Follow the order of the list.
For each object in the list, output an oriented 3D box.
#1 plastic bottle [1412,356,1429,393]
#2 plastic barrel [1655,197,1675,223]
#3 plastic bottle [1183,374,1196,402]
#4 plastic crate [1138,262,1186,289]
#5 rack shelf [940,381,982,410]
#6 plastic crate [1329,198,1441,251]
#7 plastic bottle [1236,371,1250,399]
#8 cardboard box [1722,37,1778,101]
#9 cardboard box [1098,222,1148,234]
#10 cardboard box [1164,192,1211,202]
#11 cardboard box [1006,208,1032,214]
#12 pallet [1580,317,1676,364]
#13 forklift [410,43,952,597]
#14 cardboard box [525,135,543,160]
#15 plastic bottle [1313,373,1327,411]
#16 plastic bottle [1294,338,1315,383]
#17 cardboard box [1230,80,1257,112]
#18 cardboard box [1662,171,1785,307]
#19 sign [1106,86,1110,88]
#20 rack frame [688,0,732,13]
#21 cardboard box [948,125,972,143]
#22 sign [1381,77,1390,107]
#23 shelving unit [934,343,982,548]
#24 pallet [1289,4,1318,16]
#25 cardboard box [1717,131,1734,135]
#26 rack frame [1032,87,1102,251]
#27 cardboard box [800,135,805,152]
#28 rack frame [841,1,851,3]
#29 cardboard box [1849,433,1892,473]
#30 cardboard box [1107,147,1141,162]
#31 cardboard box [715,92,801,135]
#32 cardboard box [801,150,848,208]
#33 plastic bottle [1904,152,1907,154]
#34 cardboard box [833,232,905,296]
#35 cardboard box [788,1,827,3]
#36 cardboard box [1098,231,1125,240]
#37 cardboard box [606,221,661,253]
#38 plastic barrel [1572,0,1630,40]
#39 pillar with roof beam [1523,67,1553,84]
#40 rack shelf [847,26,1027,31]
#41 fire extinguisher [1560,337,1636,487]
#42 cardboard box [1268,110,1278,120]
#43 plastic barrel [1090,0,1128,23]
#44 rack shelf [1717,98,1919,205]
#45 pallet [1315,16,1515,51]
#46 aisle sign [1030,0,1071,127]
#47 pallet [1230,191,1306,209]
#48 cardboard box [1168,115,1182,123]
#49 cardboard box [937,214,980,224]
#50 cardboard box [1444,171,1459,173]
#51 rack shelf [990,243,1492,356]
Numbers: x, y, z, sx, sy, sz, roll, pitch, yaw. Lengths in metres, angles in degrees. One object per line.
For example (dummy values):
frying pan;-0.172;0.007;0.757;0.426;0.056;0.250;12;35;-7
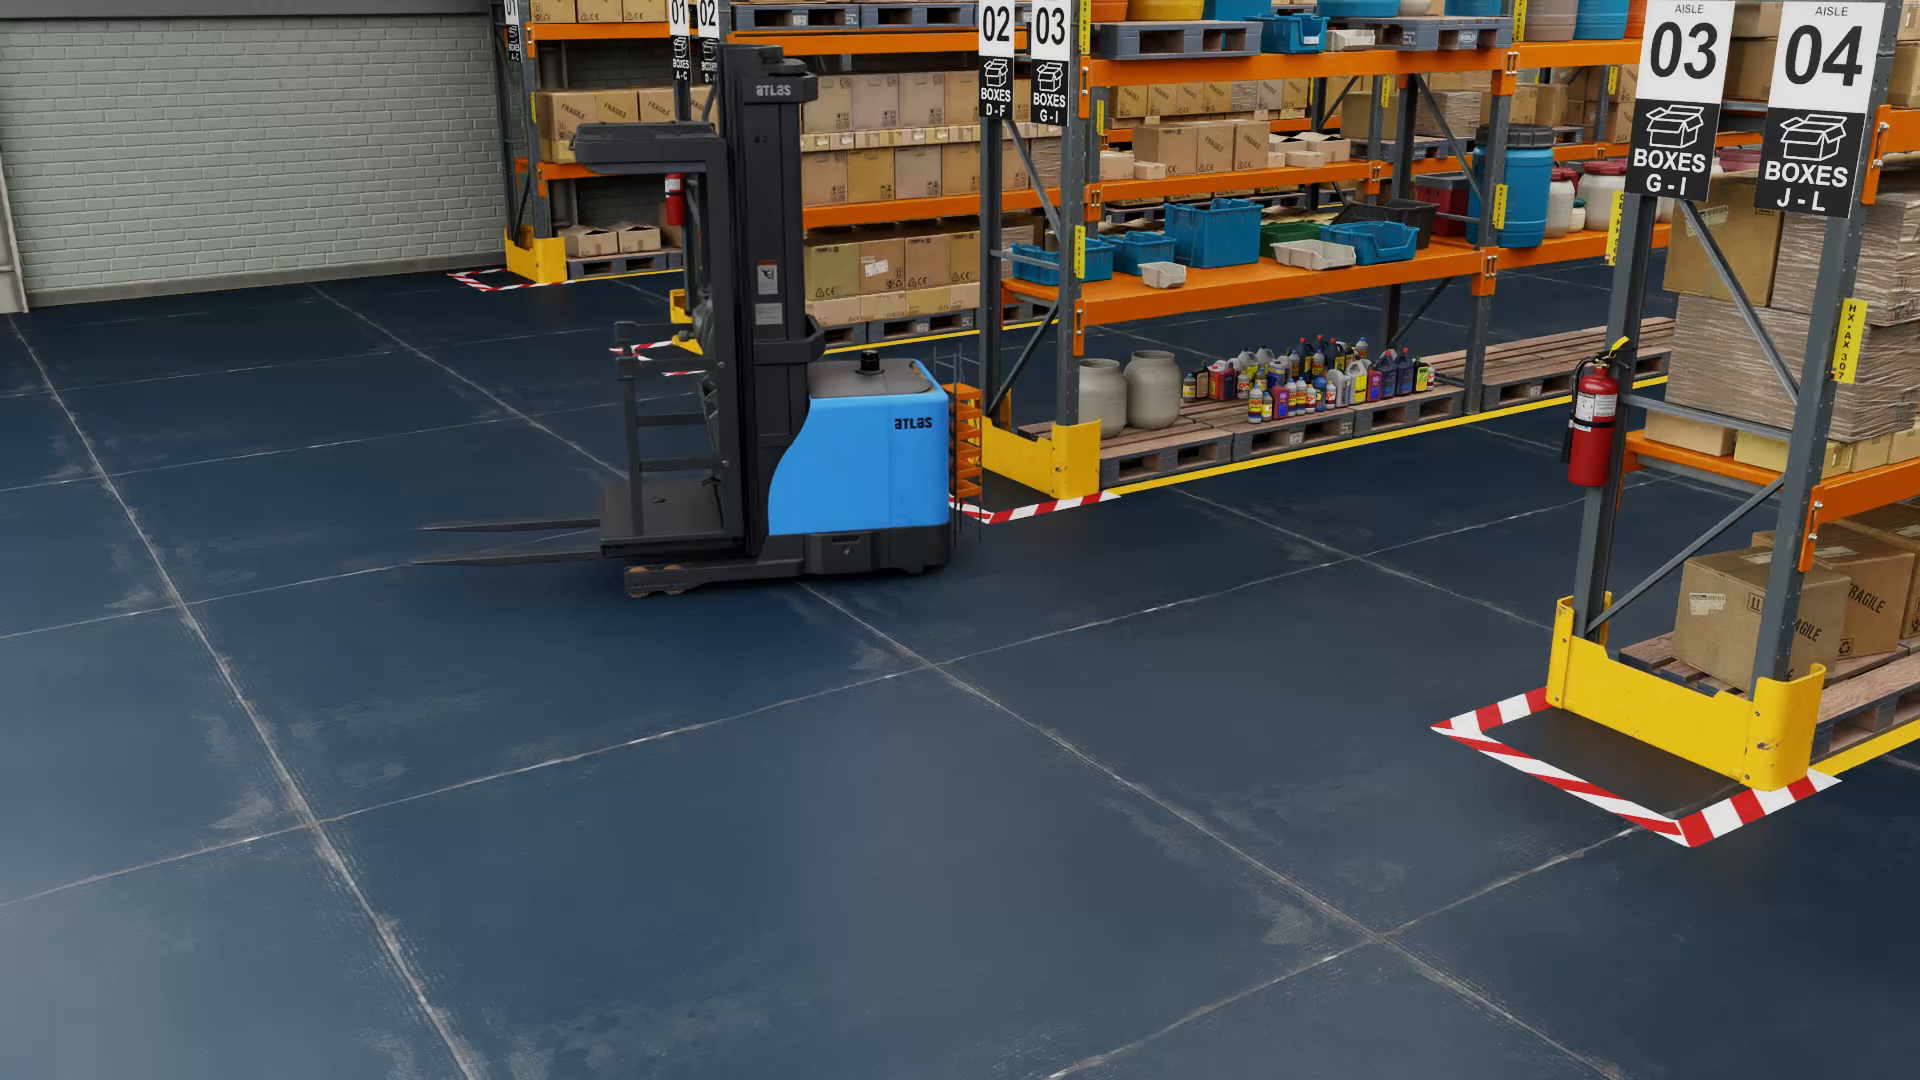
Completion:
plastic bottle;3.579;-1.294;12.942;0.133;0.283;0.061;-11;21;-29
plastic barrel;6.046;-2.990;14.231;0.421;0.512;0.421;0;19;0
plastic bottle;1.751;-1.164;12.687;0.097;0.201;0.097;0;19;0
plastic crate;1.383;-1.787;11.259;0.250;0.136;0.298;-12;22;-31
rack shelf;-0.012;-0.865;9.944;0.180;0.103;0.258;-12;22;-31
plastic crate;3.292;-2.457;12.927;0.504;0.338;0.767;-12;22;-31
plastic bottle;2.177;-1.195;12.780;0.097;0.201;0.097;0;19;0
cardboard box;3.445;-2.019;7.082;0.500;0.250;0.500;-11;22;-30
cardboard box;1.690;-3.274;18.007;0.500;0.311;0.500;-11;22;-30
cardboard box;3.112;-5.327;24.019;0.750;0.750;0.750;-12;22;-32
cardboard box;0.624;-4.723;22.749;0.500;0.500;0.700;-12;22;-31
pallet;6.471;-1.803;15.247;1.213;0.211;1.003;-12;22;-31
forklift;-1.619;-1.252;9.372;3.031;2.935;1.130;-4;19;-11
cardboard box;-4.707;-4.563;19.261;0.500;0.250;0.500;-12;22;-31
plastic bottle;2.683;-1.106;12.406;0.097;0.271;0.097;0;19;0
plastic bottle;2.739;-1.434;13.253;0.185;0.351;0.144;-13;23;-34
cardboard box;3.940;-6.474;24.060;0.500;0.500;0.500;-12;22;-31
cardboard box;3.506;-1.341;7.345;0.500;0.500;0.500;-12;22;-31
sign;1.997;-6.267;22.415;0.005;0.325;0.100;-12;22;-31
rack frame;-2.263;-6.008;13.965;0.127;3.000;1.000;-12;22;-31
cardboard box;-0.093;-3.897;15.919;0.250;0.149;0.380;-11;22;-30
sign;4.727;-4.976;18.472;0.005;0.325;0.100;-12;22;-31
shelving unit;-0.012;-0.566;10.045;0.189;1.200;0.258;-12;22;-31
pallet;3.901;-5.763;18.220;1.003;0.211;1.213;-11;21;-29
cardboard box;10.025;-5.701;22.269;0.500;0.500;0.500;-12;22;-31
rack frame;1.078;-3.871;17.010;0.127;3.000;1.000;-12;22;-31
cardboard box;-1.598;-3.579;14.980;0.250;0.149;0.380;-13;22;-33
rack frame;-1.650;-8.037;19.967;0.127;3.000;1.000;-12;22;-31
cardboard box;3.771;-0.422;7.202;0.250;0.149;0.380;-12;22;-31
cardboard box;1.711;-4.011;17.635;0.258;0.266;0.396;-13;22;-33
cardboard box;-1.822;-3.916;14.963;0.500;0.500;0.700;-12;22;-31
cardboard box;-1.430;-3.386;15.421;0.500;0.500;0.700;-11;22;-30
plastic bottle;9.828;-3.925;17.353;0.133;0.283;0.061;-12;22;-31
cardboard box;-0.866;-2.633;15.815;0.500;0.500;0.500;-12;22;-31
cardboard box;-1.938;-6.517;19.968;0.500;0.500;0.500;-11;22;-30
cardboard box;1.560;-3.039;17.312;0.500;0.311;0.500;-12;22;-31
cardboard box;-3.887;-3.623;19.790;0.500;0.311;0.500;-10;21;-27
plastic barrel;5.197;-4.582;13.647;0.708;0.901;0.600;-12;22;-31
pillar with roof beam;12.519;-9.706;24.904;0.400;9.000;9.100;-12;22;-31
rack shelf;0.021;-6.627;21.604;4.000;0.370;1.077;-12;22;-31
fire extinguisher;2.833;-0.582;7.404;0.183;0.674;0.296;-12;22;-31
cardboard box;4.466;-6.275;24.483;0.250;0.149;0.380;-11;22;-30
plastic barrel;0.794;-3.783;10.743;0.708;0.830;0.600;-12;22;-31
rack shelf;4.853;-1.948;7.763;4.000;0.370;1.077;-12;22;-31
pallet;3.250;-3.723;12.186;1.003;0.211;1.213;-12;22;-31
aisle sign;0.559;-2.981;10.320;0.004;0.787;0.394;-12;22;-31
pallet;4.429;-5.127;25.081;1.213;0.211;1.003;-12;22;-31
cardboard box;2.931;-5.978;23.604;0.250;0.149;0.380;-11;22;-30
cardboard box;0.105;-3.034;17.003;0.500;0.500;0.500;-12;22;-31
cardboard box;6.386;-4.463;20.808;0.500;0.250;0.500;-12;22;-31
rack shelf;2.129;-1.852;12.163;4.000;0.370;1.077;-12;22;-31
